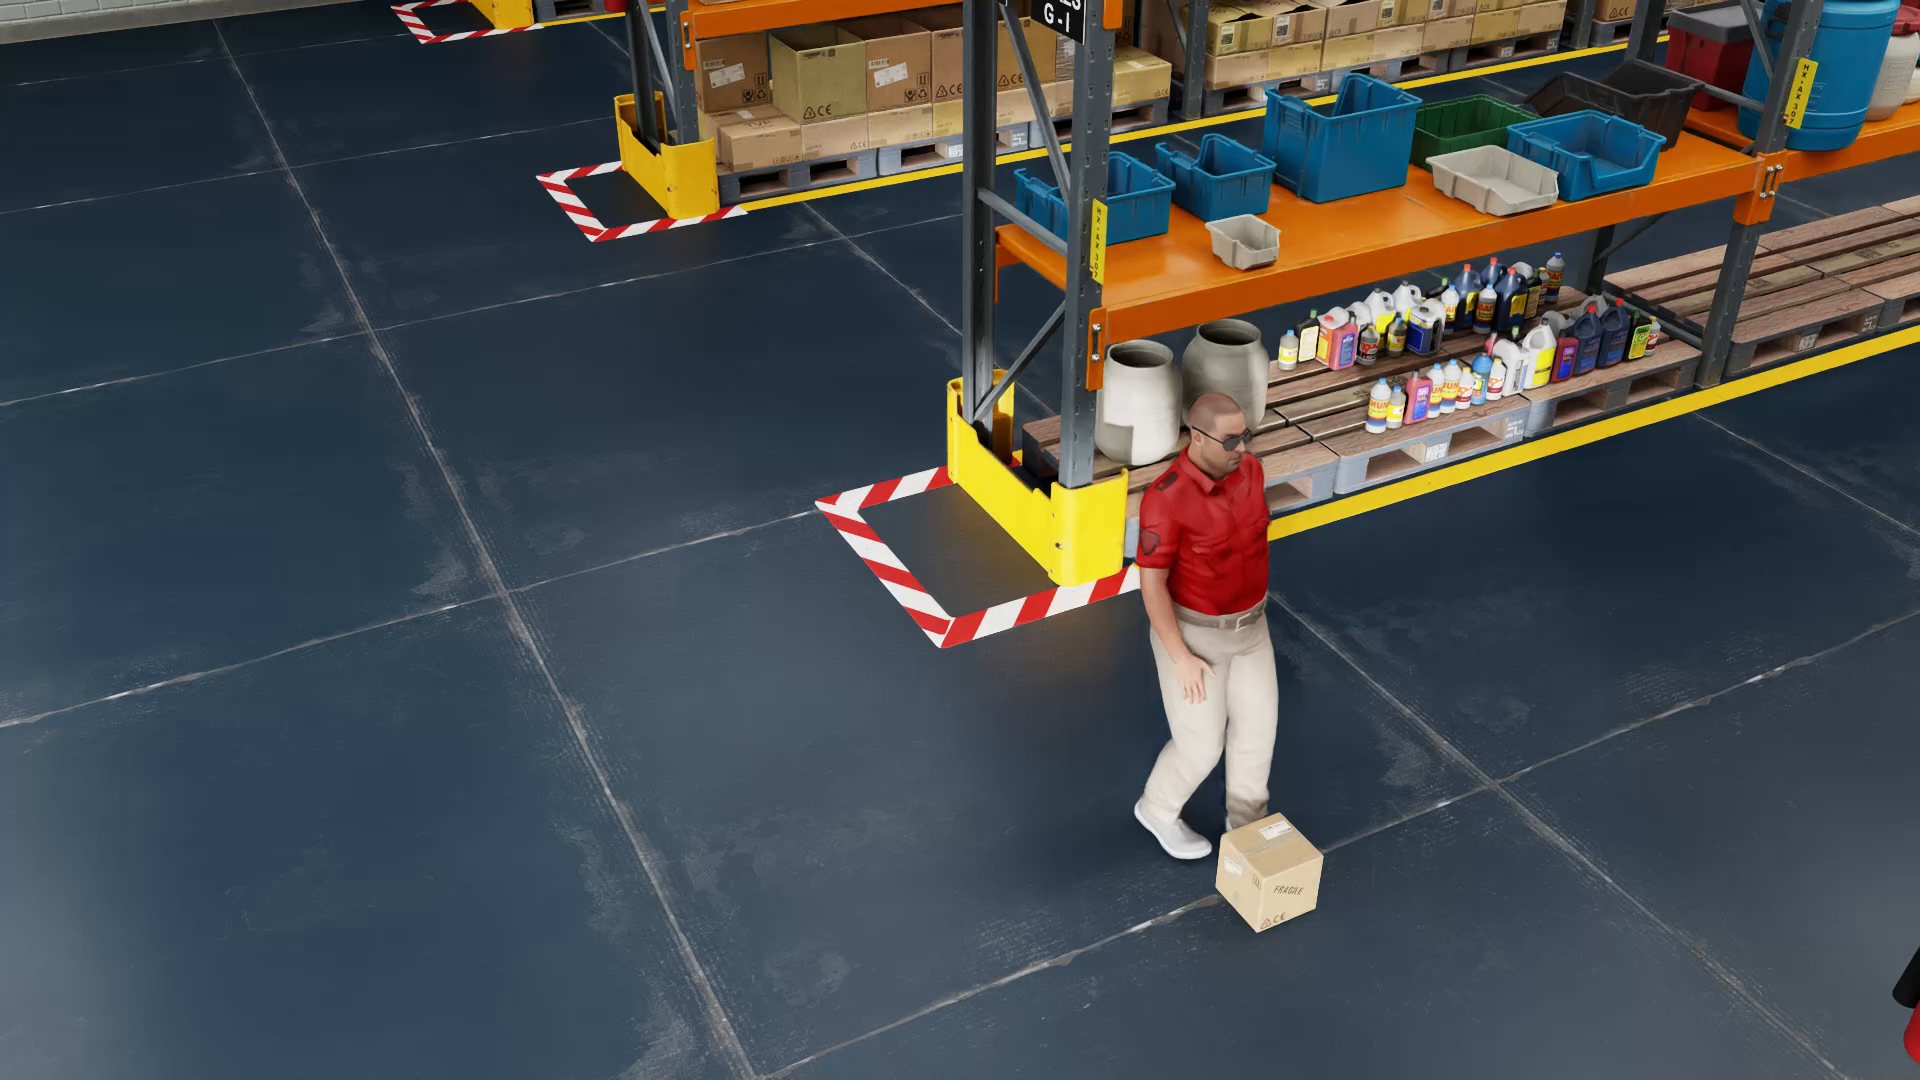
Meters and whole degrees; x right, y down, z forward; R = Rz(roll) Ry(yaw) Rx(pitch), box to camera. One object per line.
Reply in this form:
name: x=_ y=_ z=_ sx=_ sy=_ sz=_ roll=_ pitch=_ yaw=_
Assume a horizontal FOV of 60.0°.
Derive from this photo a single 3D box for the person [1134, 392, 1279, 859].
person: x=0.909 y=0.393 z=5.616 sx=0.585 sy=1.799 sz=0.617 roll=-23 pitch=39 yaw=-31
